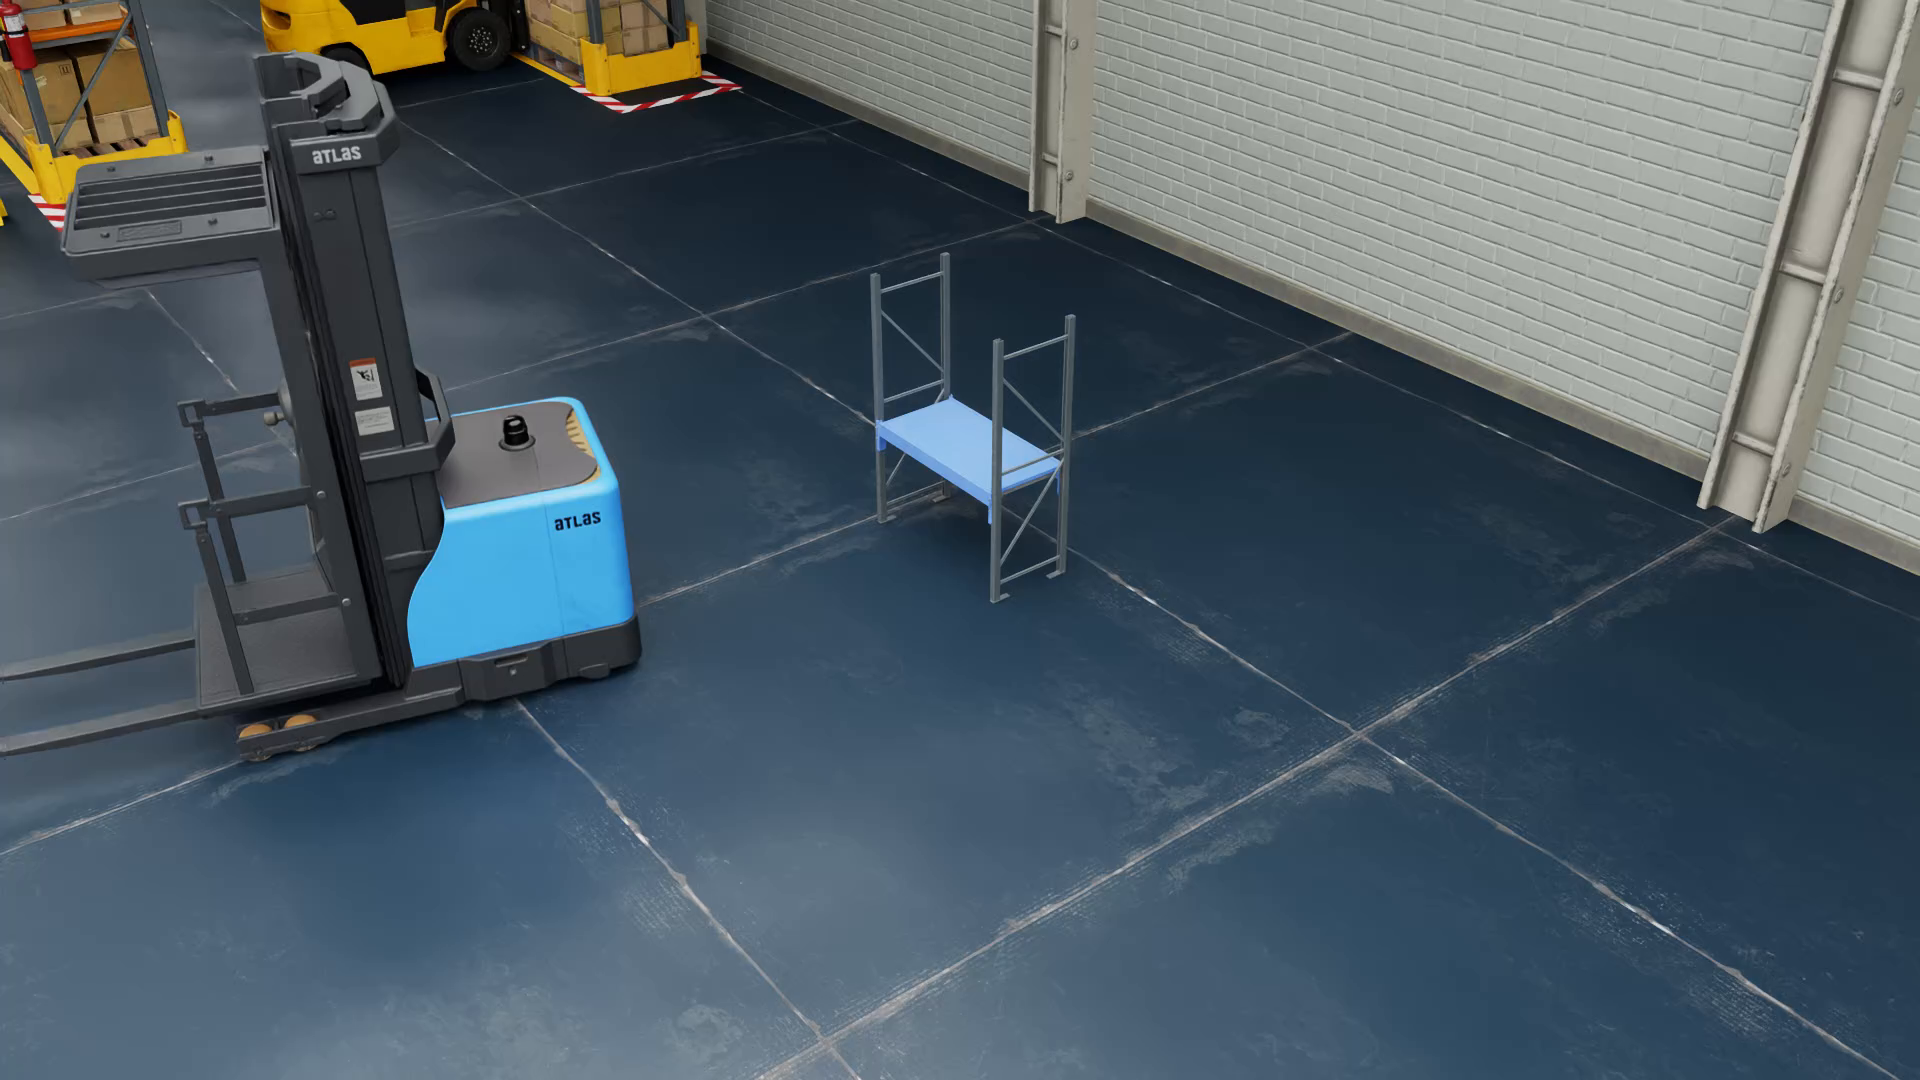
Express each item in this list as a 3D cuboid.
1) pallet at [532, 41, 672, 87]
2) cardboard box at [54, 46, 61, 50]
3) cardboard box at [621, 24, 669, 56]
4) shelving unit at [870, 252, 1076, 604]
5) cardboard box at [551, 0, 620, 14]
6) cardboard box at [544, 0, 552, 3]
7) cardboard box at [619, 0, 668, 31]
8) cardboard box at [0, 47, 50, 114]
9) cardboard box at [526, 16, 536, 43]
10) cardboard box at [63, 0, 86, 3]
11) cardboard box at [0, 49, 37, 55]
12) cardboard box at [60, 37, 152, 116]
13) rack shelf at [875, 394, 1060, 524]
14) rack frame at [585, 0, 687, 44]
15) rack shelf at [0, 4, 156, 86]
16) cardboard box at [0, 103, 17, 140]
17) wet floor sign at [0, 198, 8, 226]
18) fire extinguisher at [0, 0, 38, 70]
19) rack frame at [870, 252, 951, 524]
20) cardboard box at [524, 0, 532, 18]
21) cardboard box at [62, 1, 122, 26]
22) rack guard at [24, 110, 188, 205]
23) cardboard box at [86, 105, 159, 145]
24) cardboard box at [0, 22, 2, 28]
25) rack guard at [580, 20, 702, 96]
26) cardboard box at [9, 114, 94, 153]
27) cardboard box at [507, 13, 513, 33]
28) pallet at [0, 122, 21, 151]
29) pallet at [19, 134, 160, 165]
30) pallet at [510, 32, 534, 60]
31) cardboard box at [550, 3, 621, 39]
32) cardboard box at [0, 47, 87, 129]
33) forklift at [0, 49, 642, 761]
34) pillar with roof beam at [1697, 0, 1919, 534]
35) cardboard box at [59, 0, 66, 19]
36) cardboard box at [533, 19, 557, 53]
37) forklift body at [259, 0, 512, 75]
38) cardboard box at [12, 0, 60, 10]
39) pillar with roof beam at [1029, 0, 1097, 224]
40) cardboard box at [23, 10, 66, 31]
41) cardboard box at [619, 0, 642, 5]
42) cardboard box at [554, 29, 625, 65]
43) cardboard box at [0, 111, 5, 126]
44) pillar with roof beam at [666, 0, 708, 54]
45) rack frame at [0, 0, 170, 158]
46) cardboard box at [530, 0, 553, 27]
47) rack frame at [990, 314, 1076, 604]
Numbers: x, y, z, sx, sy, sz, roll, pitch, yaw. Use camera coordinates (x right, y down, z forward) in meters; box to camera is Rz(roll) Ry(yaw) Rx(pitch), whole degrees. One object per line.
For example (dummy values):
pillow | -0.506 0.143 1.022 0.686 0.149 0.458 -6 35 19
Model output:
pallet | -3.666 -4.980 17.069 1.003 0.211 1.213 -22 38 -31
cardboard box | -7.698 -4.233 14.720 0.500 0.500 0.500 -24 39 -33
cardboard box | -3.311 -5.138 16.888 0.500 0.250 0.500 -22 38 -31
shelving unit | 0.052 -0.602 8.797 0.538 1.500 1.048 -22 38 -31
cardboard box | -3.693 -5.386 16.339 0.500 0.250 0.500 -21 37 -30
cardboard box | -4.011 -5.597 16.679 0.500 0.250 0.500 -22 38 -31
cardboard box | -3.289 -5.346 16.748 0.500 0.250 0.500 -21 38 -31
cardboard box | -8.103 -4.047 14.420 0.500 0.500 0.500 -21 37 -30
cardboard box | -4.299 -5.385 17.286 0.500 0.250 0.500 -22 38 -31
cardboard box | -7.154 -4.708 13.611 0.500 0.500 0.500 -23 39 -32
cardboard box | -8.058 -4.237 14.112 0.380 0.149 0.250 -21 38 -30
cardboard box | -7.374 -4.017 14.371 0.500 0.500 0.500 -24 39 -33
rack shelf | 0.052 -0.449 8.892 0.538 0.185 1.000 -22 38 -31
rack frame | -3.164 -5.860 15.842 1.000 3.000 0.127 -22 38 -31
rack shelf | -8.309 -4.780 14.785 1.077 0.370 4.000 -22 38 -31
cardboard box | -8.103 -3.731 14.622 0.500 0.250 0.500 -22 38 -31
wet floor sign | -7.812 -2.827 13.190 0.267 0.644 0.232 -10 33 -15
fire extinguisher | -7.377 -4.023 12.957 0.296 0.674 0.183 -22 38 -31
rack frame | -0.259 -0.813 9.138 0.500 1.500 0.032 -22 38 -31
cardboard box | -4.342 -5.605 17.166 0.500 0.250 0.500 -23 39 -32
cardboard box | -7.128 -4.354 13.656 0.380 0.149 0.250 -22 38 -31
rack guard | -7.130 -3.222 13.964 1.175 0.500 0.348 -22 38 -31
cardboard box | -7.359 -3.688 14.553 0.500 0.250 0.500 -23 38 -32
cardboard box | -7.724 -4.302 13.571 0.380 0.149 0.250 -23 38 -32
rack guard | -3.150 -4.788 16.485 1.175 0.500 0.348 -22 38 -31
cardboard box | -7.806 -3.522 14.286 0.500 0.250 0.500 -22 38 -32
cardboard box | -4.635 -5.595 17.623 0.500 0.250 0.500 -21 38 -30
pallet | -8.344 -3.957 15.422 1.003 0.211 1.213 -22 38 -31
pallet | -7.600 -3.449 14.604 1.003 0.211 1.213 -22 38 -31
pallet | -4.410 -5.488 17.887 1.003 0.211 1.213 -22 38 -31
cardboard box | -3.710 -5.184 16.488 0.500 0.250 0.500 -23 38 -32
cardboard box | -7.780 -3.831 14.072 0.500 0.500 0.500 -22 38 -31
forklift | -3.140 -0.549 7.356 3.031 2.935 1.130 -12 34 -19
pillar with roof beam | 1.079 -2.596 4.901 9.100 9.000 0.400 -22 38 -31
cardboard box | -7.294 -4.455 13.817 0.380 0.149 0.250 -22 38 -31
cardboard box | -3.999 -5.174 16.946 0.500 0.250 0.500 -22 38 -31
forklift body | -5.768 -5.699 16.388 2.313 2.155 1.214 -22 38 -31
cardboard box | -7.633 -4.558 13.369 0.500 0.500 0.500 -23 39 -32
pillar with roof beam | -2.601 -5.097 8.927 9.100 9.000 0.400 -22 38 -31
cardboard box | -7.481 -4.232 13.459 0.380 0.149 0.250 -21 37 -30
cardboard box | -3.310 -5.556 16.614 0.500 0.250 0.500 -23 39 -32
cardboard box | -3.702 -4.964 16.607 0.500 0.250 0.500 -22 38 -31
cardboard box | -8.428 -3.947 14.970 0.500 0.250 0.500 -24 39 -33
pillar with roof beam | -6.280 -7.597 12.953 9.100 9.000 0.400 -22 38 -31
rack frame | -7.083 -4.252 13.253 1.000 3.000 0.127 -22 38 -31
cardboard box | -4.009 -5.397 16.830 0.500 0.250 0.500 -23 38 -32
rack frame | 0.364 -0.390 8.456 0.500 1.500 0.032 -22 38 -31
